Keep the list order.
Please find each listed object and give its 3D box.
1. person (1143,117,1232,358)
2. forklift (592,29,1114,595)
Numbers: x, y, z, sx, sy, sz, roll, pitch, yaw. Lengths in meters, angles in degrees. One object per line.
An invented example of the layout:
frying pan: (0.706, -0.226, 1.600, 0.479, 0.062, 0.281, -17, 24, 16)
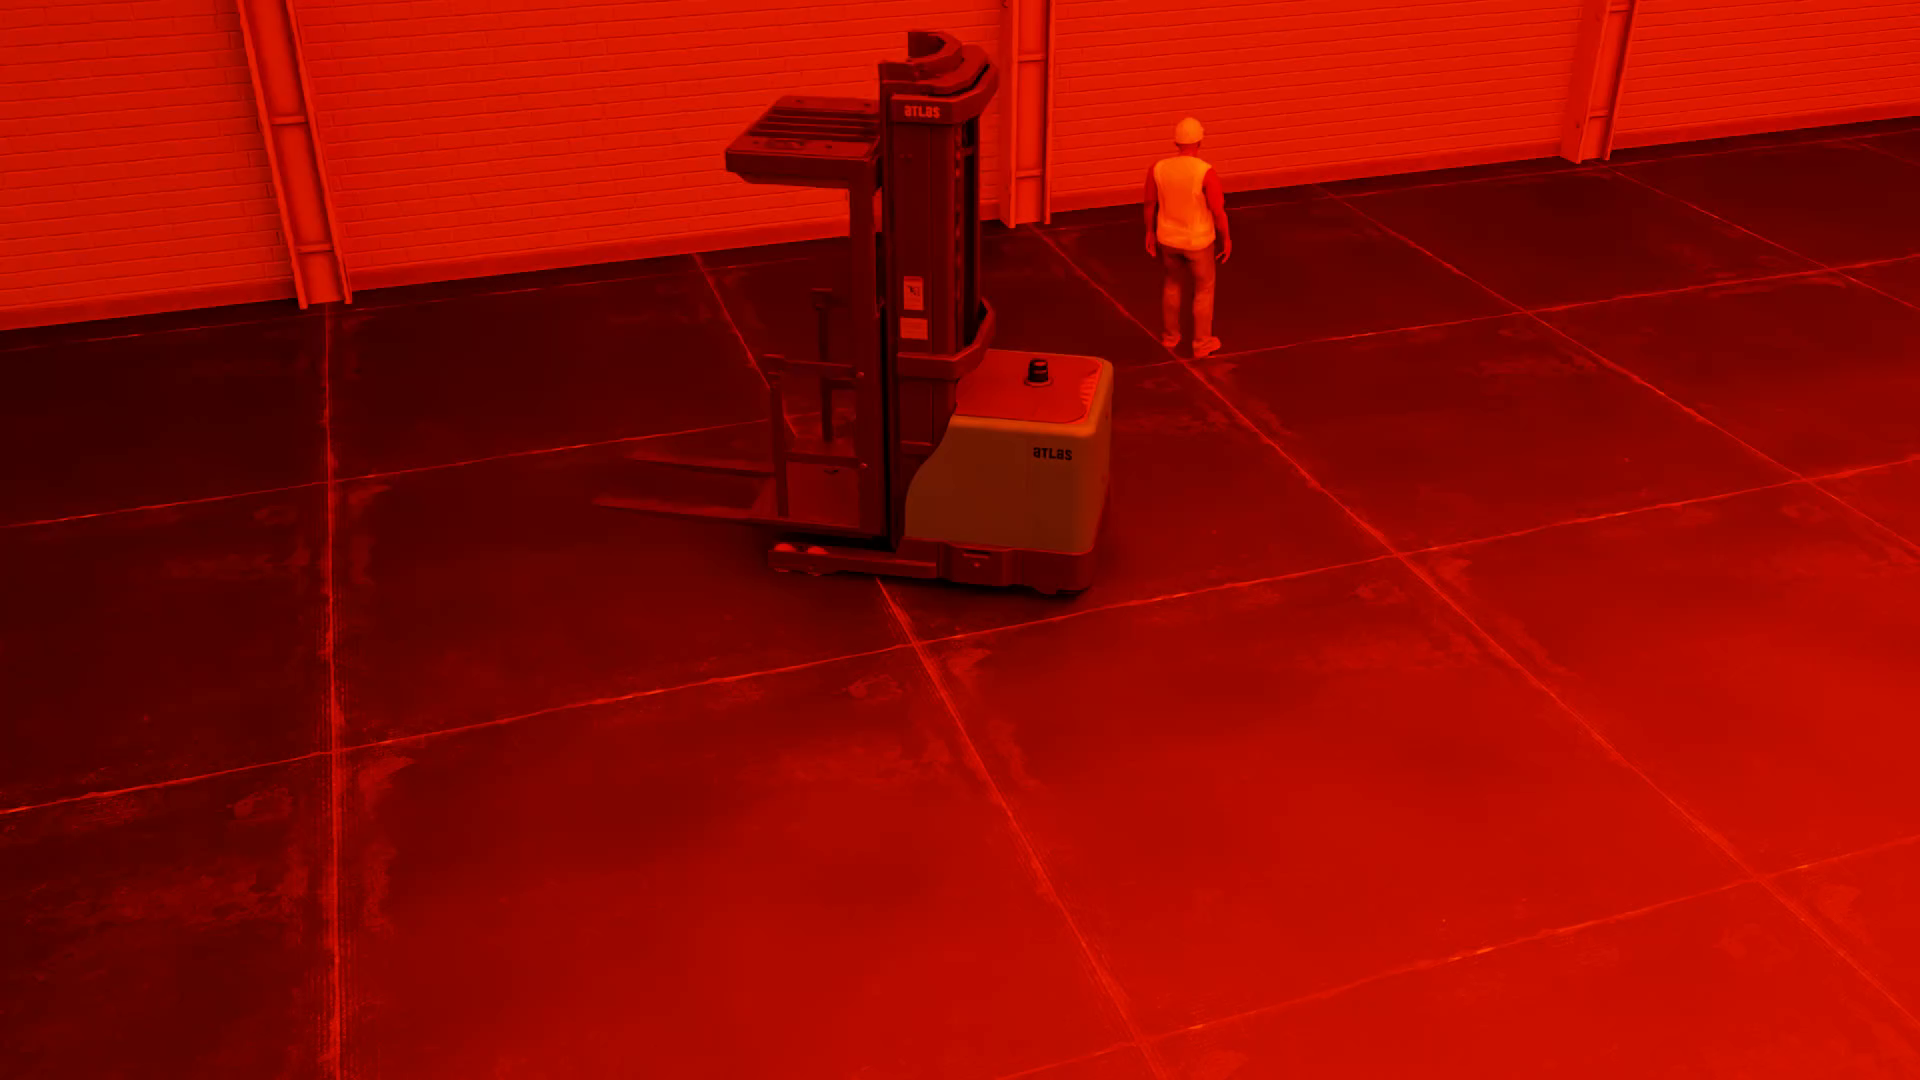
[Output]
person: (1.670, -2.199, 12.093, 0.660, 1.780, 0.497, 17, 34, 27)
forklift: (-0.659, -1.314, 9.370, 3.031, 2.935, 1.130, 6, 30, 10)
